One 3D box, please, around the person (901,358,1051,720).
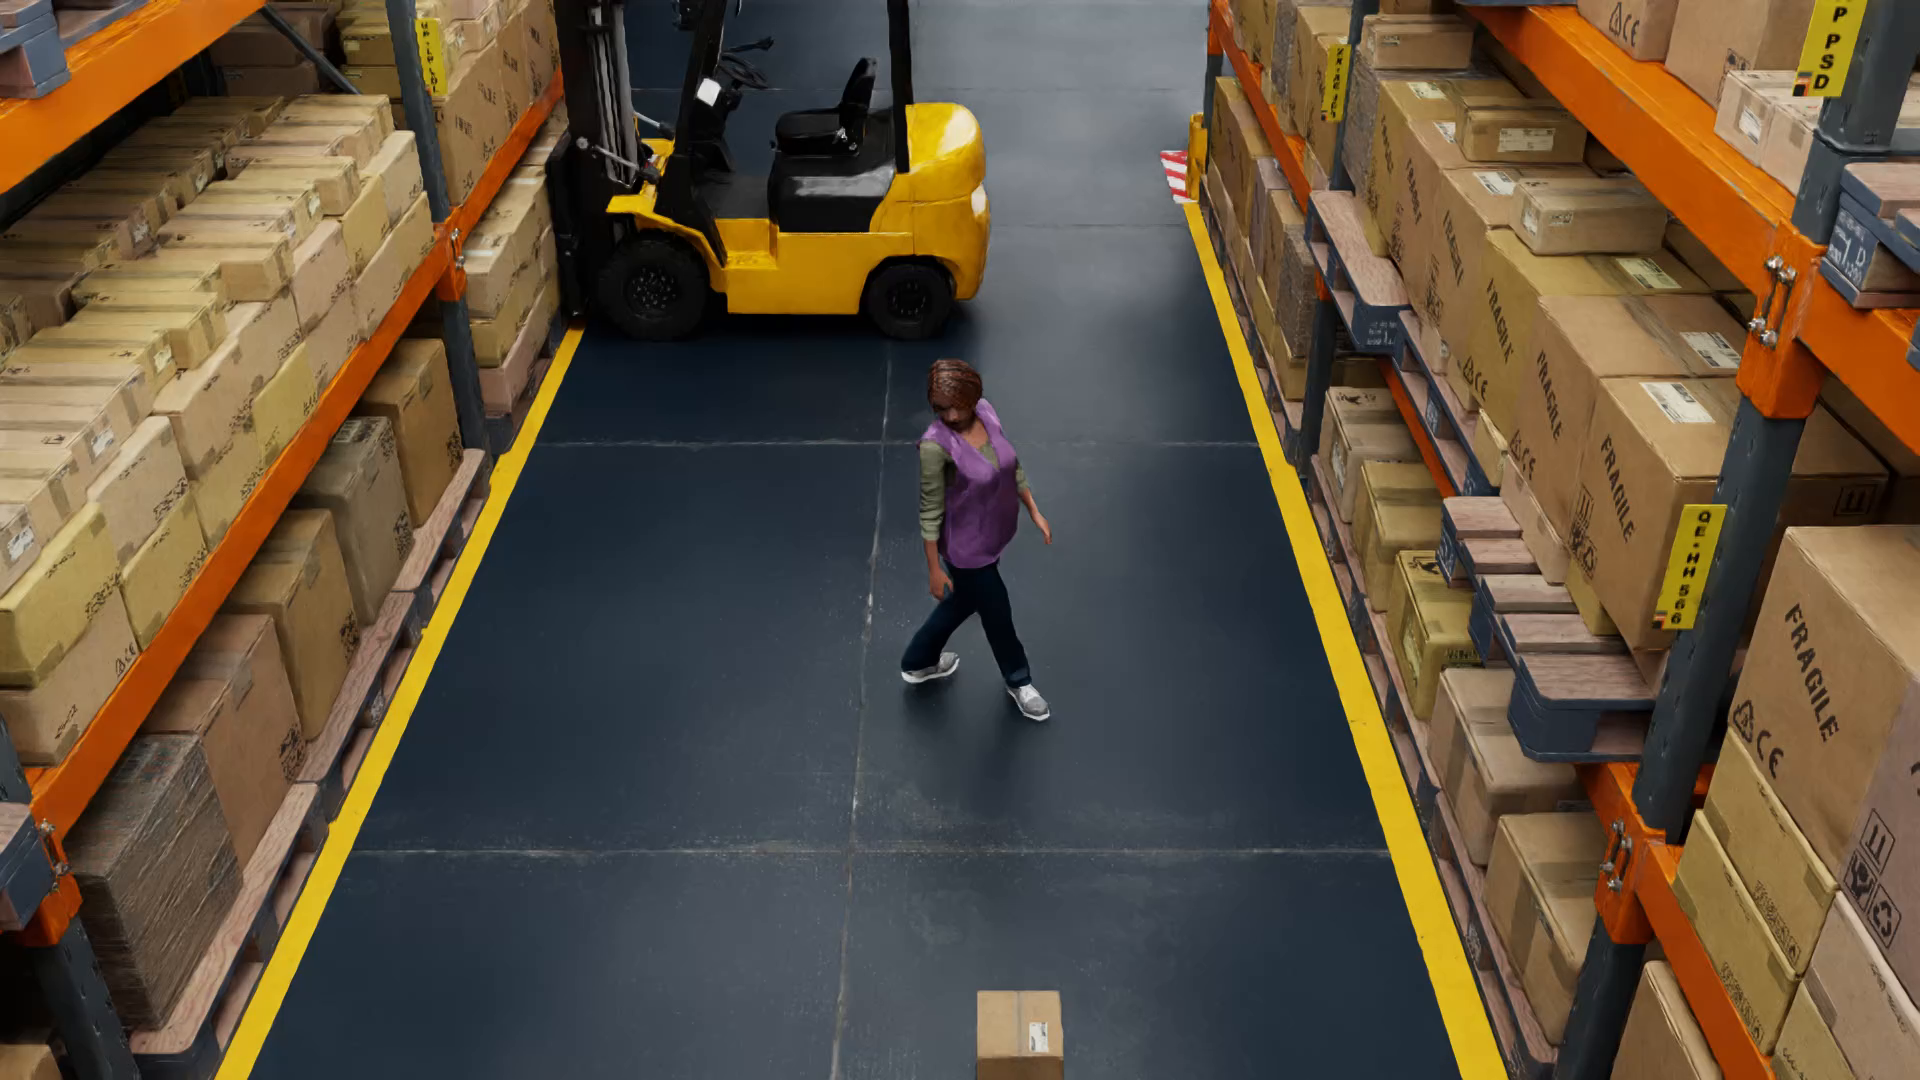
[{"bbox_3d":[0.045,0.009,6.164,0.613,1.556,0.467,13,34,20],"label":"person"}]
